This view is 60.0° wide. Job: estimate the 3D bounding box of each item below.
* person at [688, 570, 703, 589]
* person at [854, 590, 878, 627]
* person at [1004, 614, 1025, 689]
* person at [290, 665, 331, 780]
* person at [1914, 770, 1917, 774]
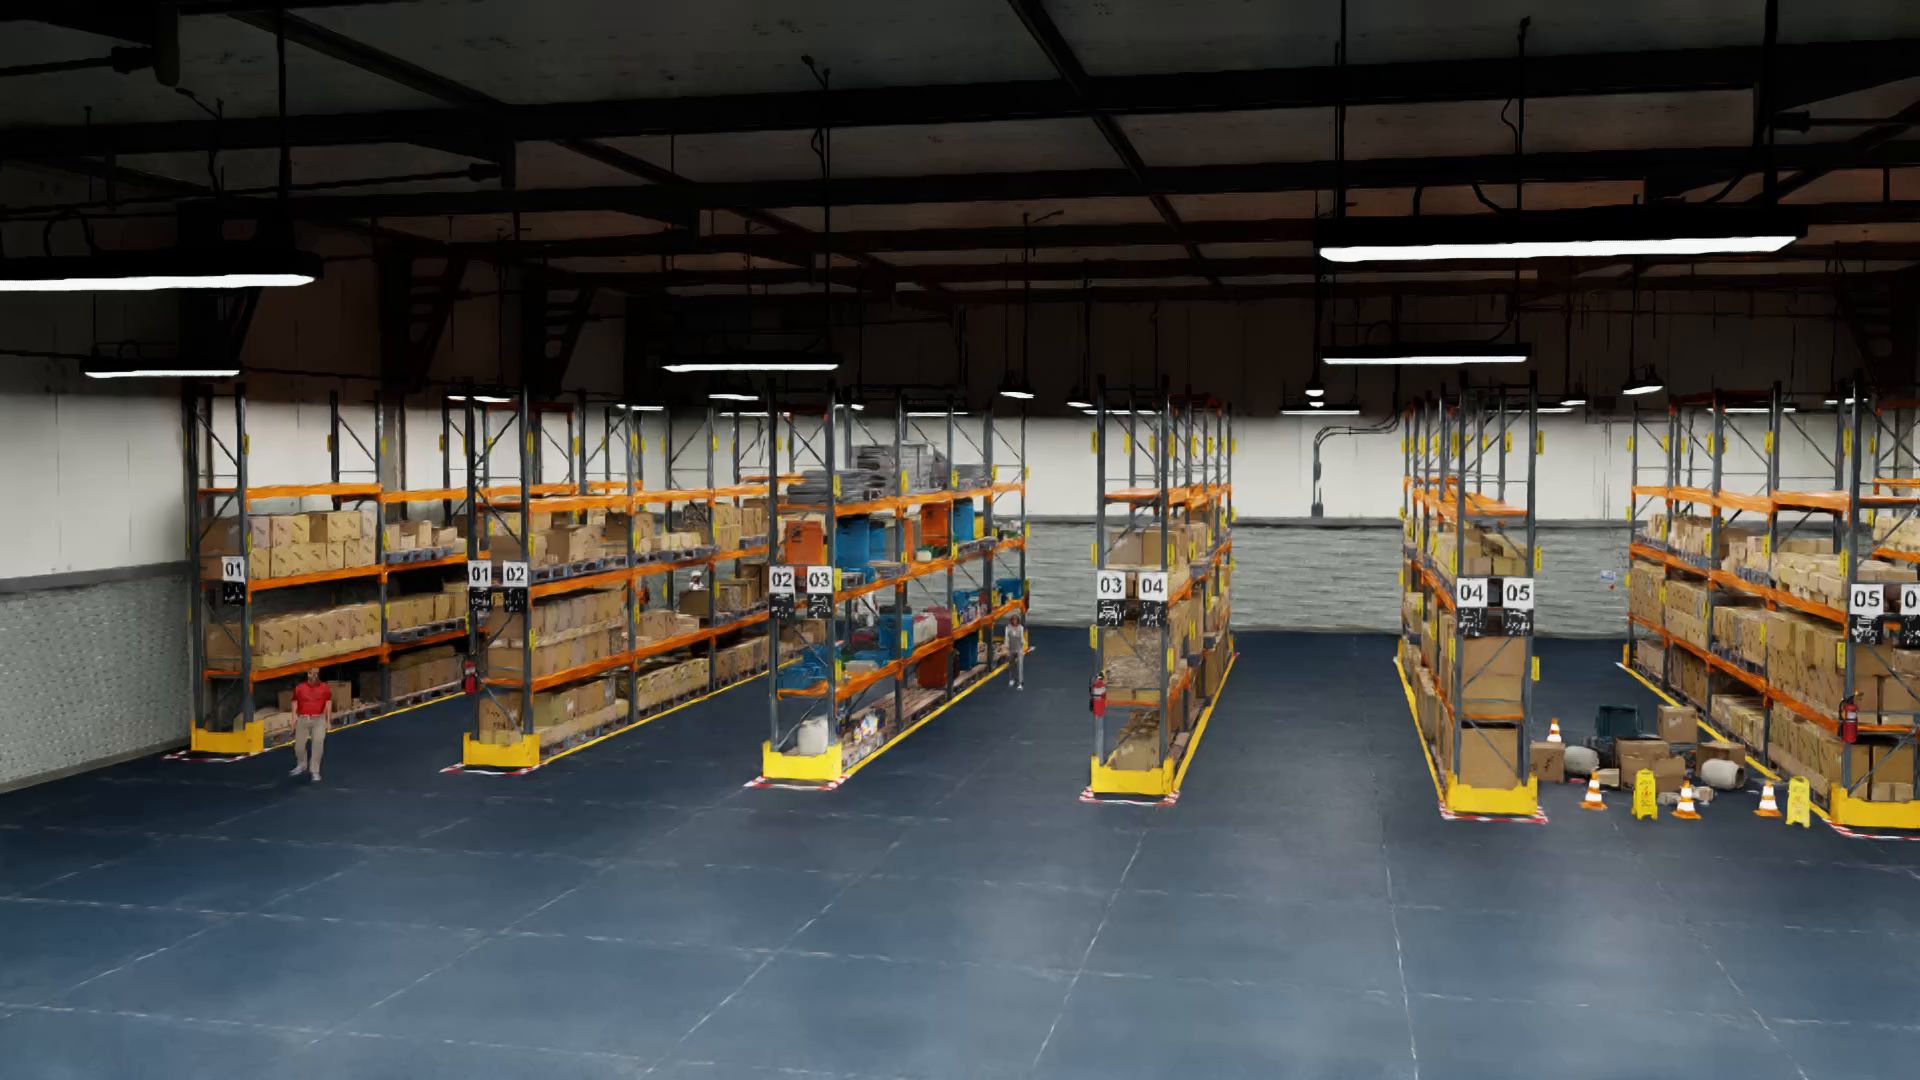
[{"bbox_3d":[-6.779,1.662,42.763,0.432,1.771,0.608,2,4,36],"label":"person"},{"bbox_3d":[-2.338,1.785,41.024,0.571,1.701,1.111,1,3,11],"label":"person"},{"bbox_3d":[1.121,2.270,34.134,0.412,1.533,0.955,0,3,4],"label":"person"},{"bbox_3d":[-9.758,2.720,24.964,0.597,1.713,0.570,-1,4,-23],"label":"person"},{"bbox_3d":[14.529,2.682,24.747,0.551,1.782,0.636,3,4,43],"label":"person"}]
